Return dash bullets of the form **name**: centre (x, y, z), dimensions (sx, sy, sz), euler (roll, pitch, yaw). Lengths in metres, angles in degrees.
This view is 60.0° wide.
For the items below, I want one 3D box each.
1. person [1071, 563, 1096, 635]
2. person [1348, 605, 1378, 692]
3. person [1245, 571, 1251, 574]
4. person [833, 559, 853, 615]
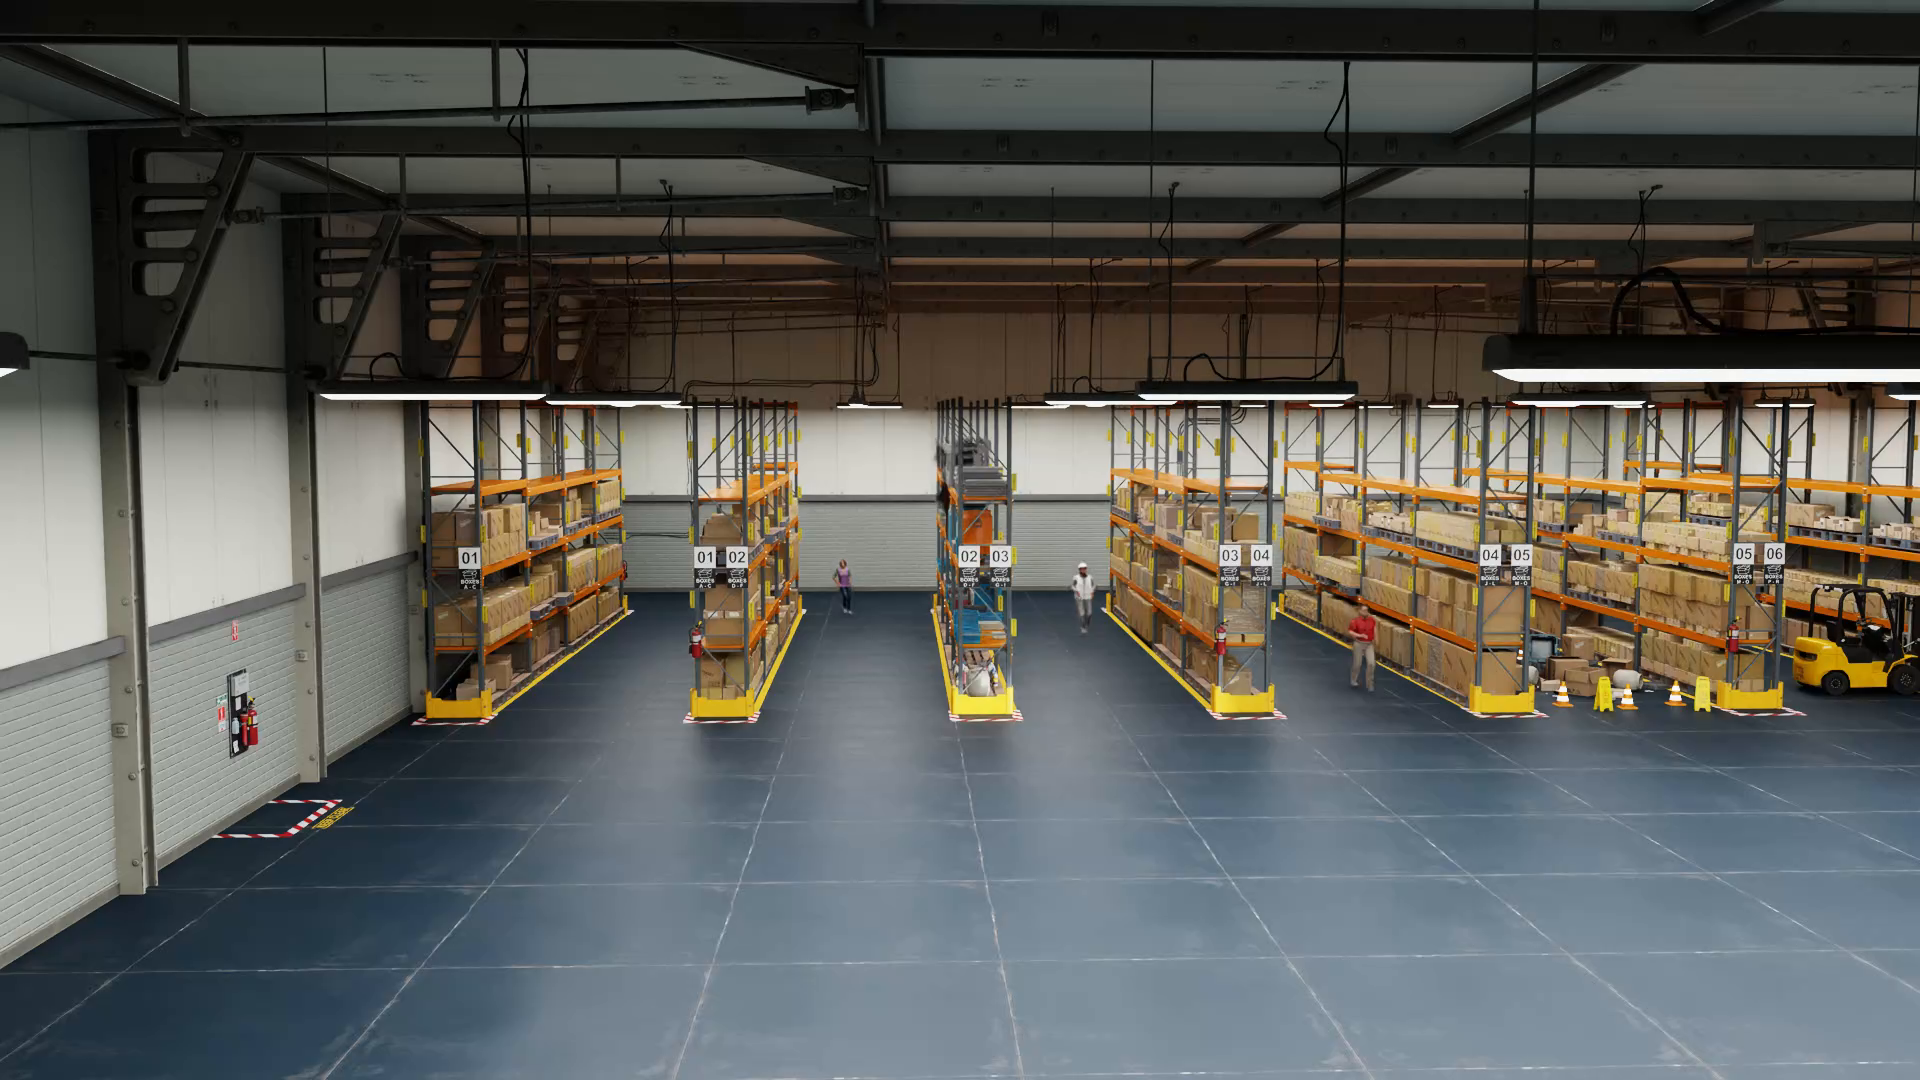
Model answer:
- **person**: centre (3.031, 1.444, 40.613), dimensions (0.635, 1.773, 0.565), euler (0, 4, -3)
- **person**: centre (8.294, 2.245, 34.183), dimensions (0.683, 1.821, 0.783), euler (-1, 4, -8)
- **person**: centre (8.033, 1.356, 46.417), dimensions (0.620, 1.618, 0.743), euler (0, 4, -1)
- **person**: centre (-3.272, 1.329, 46.853), dimensions (0.546, 1.572, 0.614), euler (-2, 5, -21)
